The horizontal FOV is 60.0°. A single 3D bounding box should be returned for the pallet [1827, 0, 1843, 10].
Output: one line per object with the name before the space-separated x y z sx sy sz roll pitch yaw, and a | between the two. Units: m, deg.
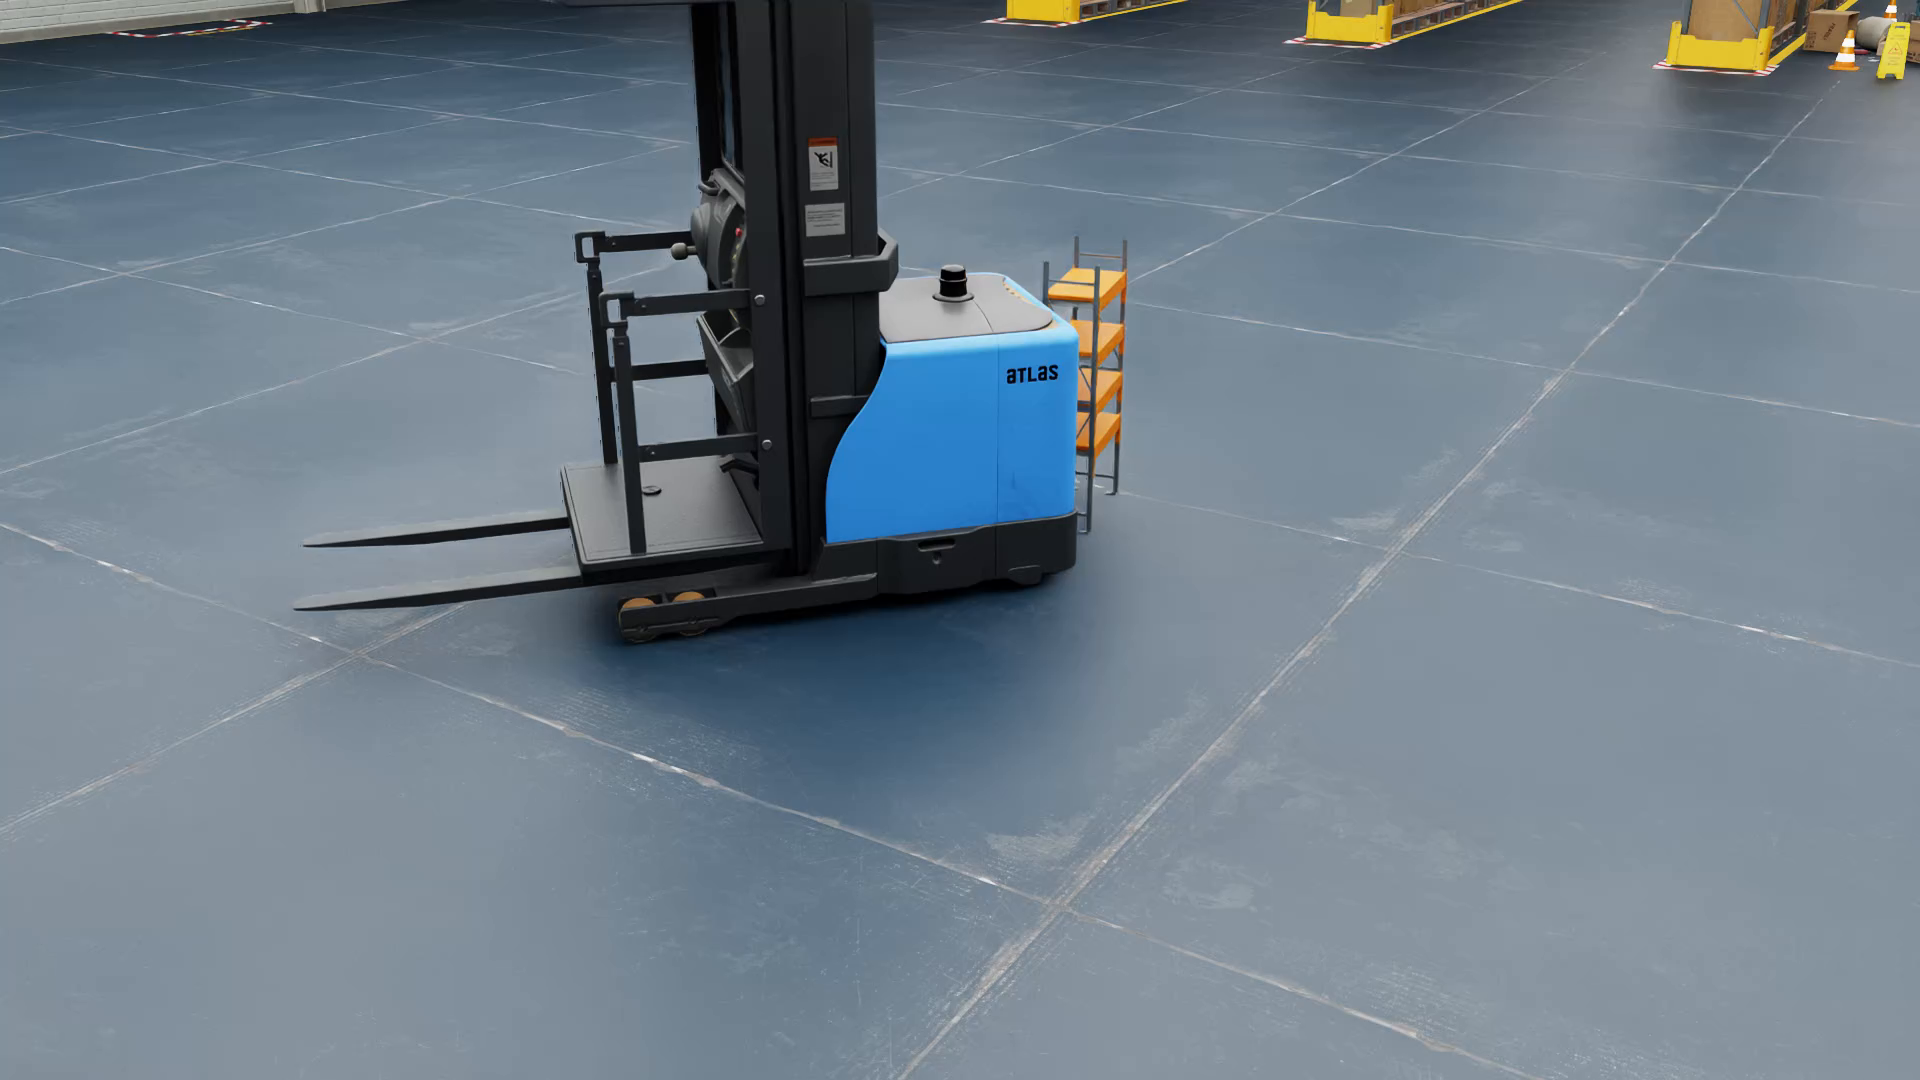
pallet | 14.307 -9.131 28.077 1.003 0.211 1.213 14 27 29

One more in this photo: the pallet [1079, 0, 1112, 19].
pallet | 1.739 -8.588 26.822 1.003 0.211 1.213 14 27 29

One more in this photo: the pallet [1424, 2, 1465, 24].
pallet | 7.299 -8.357 26.289 1.003 0.211 1.213 14 27 29

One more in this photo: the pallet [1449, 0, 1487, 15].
pallet | 8.033 -8.854 27.437 1.003 0.211 1.213 14 27 29

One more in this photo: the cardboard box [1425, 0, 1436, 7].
cardboard box | 7.082 -8.595 25.946 0.500 0.500 0.500 -18 29 -36

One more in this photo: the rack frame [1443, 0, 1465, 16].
rack frame | 7.623 -9.871 26.276 1.000 3.000 0.127 14 27 29

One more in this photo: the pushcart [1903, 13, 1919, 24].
pushcart | 14.079 -7.052 23.064 1.648 0.377 0.936 5 24 11

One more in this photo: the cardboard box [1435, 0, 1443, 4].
cardboard box | 7.378 -8.790 26.396 0.500 0.500 0.500 13 27 27

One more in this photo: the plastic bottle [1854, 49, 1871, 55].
plastic bottle | 12.043 -6.543 22.287 0.283 0.061 0.133 5 24 11

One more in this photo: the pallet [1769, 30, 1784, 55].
pallet | 10.673 -6.864 22.840 1.003 0.211 1.213 14 27 29

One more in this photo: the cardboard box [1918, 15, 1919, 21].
cardboard box | 13.194 -6.801 22.157 0.797 0.637 0.503 14 27 29

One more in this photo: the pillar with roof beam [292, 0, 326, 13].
pillar with roof beam | -6.985 -11.878 23.361 9.100 9.000 0.400 14 27 29

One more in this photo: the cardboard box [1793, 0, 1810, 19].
cardboard box | 12.035 -8.186 24.687 1.050 0.750 0.750 14 27 29

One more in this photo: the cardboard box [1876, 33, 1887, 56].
cardboard box | 12.442 -6.577 22.107 0.396 0.266 0.258 20 30 38

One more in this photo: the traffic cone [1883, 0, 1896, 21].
traffic cone | 13.774 -7.769 24.614 0.336 0.463 0.334 14 27 29

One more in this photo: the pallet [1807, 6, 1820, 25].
pallet | 12.769 -8.207 25.943 1.003 0.211 1.213 14 27 29

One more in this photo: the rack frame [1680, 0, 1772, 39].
rack frame | 9.674 -7.447 20.677 1.000 3.000 0.127 14 27 29

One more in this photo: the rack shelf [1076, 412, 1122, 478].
rack shelf | 0.541 -0.442 7.431 0.258 0.148 0.480 8 25 17

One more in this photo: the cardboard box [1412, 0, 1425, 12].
cardboard box | 6.822 -8.369 25.424 0.500 0.500 0.500 11 26 24

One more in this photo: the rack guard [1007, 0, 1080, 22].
rack guard | 1.305 -8.447 26.133 1.175 0.500 0.348 14 27 29

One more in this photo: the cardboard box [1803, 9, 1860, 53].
cardboard box | 11.837 -6.912 22.585 0.500 0.500 0.500 20 30 38

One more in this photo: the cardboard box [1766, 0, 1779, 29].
cardboard box | 10.438 -7.205 22.264 0.875 0.875 0.875 13 27 28

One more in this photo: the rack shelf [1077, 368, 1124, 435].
rack shelf | 0.541 -0.625 7.352 0.258 0.148 0.480 8 25 17

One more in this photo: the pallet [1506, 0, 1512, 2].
pallet | 9.320 -9.678 29.340 1.003 0.211 1.213 14 27 29

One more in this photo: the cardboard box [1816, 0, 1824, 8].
cardboard box | 13.038 -8.825 26.163 1.050 0.750 0.750 14 27 30

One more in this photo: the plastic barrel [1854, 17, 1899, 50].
plastic barrel | 12.488 -6.911 22.681 0.421 0.421 0.512 -7 24 -17

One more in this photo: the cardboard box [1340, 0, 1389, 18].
cardboard box | 5.857 -7.774 24.049 0.500 0.500 0.500 20 30 38

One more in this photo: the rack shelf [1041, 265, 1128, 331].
rack shelf | 0.541 -1.047 7.169 0.258 0.148 0.480 8 25 17

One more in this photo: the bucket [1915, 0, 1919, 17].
bucket | 13.671 -7.464 22.922 0.620 0.611 0.726 -6 22 -39

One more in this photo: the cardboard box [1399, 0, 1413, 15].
cardboard box | 6.489 -8.190 25.011 0.500 0.500 0.500 17 29 34

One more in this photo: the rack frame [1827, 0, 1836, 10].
rack frame | 13.894 -10.147 26.914 1.000 3.000 0.127 14 27 29

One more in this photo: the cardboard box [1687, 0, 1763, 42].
cardboard box | 9.975 -6.908 21.577 0.875 0.875 0.875 14 27 29

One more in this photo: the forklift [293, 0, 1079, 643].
forklift | -1.096 -1.188 6.306 3.031 2.935 1.130 -7 24 -15

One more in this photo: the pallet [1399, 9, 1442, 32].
pallet | 6.656 -7.944 25.334 1.003 0.211 1.213 14 27 29

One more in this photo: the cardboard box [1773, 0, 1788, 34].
cardboard box | 10.920 -7.512 22.973 0.875 0.875 0.875 14 27 29

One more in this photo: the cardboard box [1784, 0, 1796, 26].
cardboard box | 11.392 -7.817 23.678 0.875 0.875 0.875 14 27 30

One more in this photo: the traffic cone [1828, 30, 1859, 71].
traffic cone | 11.160 -6.165 20.908 0.336 0.463 0.334 14 27 29

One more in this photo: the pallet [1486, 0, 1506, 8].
pallet | 8.675 -9.268 28.392 1.003 0.211 1.213 14 27 29

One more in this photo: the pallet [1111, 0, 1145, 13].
pallet | 2.383 -8.998 27.769 1.003 0.211 1.213 14 27 29

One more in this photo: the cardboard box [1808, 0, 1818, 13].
cardboard box | 12.547 -8.511 25.437 1.050 0.750 0.750 14 27 29

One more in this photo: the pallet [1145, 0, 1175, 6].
pallet | 3.026 -9.411 28.724 1.003 0.211 1.213 14 27 29

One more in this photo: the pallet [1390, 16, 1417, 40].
pallet | 6.012 -7.534 24.387 1.003 0.211 1.213 14 27 29

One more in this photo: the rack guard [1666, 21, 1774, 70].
rack guard | 9.661 -6.292 21.155 1.175 0.500 0.348 14 27 29

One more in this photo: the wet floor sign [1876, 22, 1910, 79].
wet floor sign | 11.341 -5.942 20.164 0.267 0.644 0.232 9 25 20

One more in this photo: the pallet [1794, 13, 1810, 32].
pallet | 12.127 -7.794 24.988 1.003 0.211 1.213 14 27 29

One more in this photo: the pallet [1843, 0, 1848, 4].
pallet | 14.951 -9.541 29.024 1.003 0.211 1.213 14 27 29

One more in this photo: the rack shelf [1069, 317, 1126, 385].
rack shelf | 0.541 -0.830 7.263 0.258 0.148 0.480 8 25 17

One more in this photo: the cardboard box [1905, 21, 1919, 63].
cardboard box | 12.708 -6.422 21.451 0.797 0.503 0.637 -3 24 -7

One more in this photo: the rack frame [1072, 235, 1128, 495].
rack frame | 0.620 -0.778 7.537 0.240 1.200 0.015 8 25 17

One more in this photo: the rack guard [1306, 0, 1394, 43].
rack guard | 5.553 -7.399 23.713 1.175 0.500 0.348 14 27 29

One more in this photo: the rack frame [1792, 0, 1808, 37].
rack frame | 11.784 -8.797 23.796 1.000 3.000 0.127 14 27 29

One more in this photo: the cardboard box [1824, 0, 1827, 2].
cardboard box | 13.496 -9.121 26.847 1.050 0.750 0.750 13 27 28

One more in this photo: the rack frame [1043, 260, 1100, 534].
rack frame | 0.462 -0.595 7.113 0.240 1.200 0.015 8 25 17

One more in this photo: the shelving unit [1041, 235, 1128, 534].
shelving unit | 0.541 -0.686 7.325 0.258 1.200 0.503 8 25 17

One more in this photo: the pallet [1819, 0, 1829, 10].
pallet | 13.414 -8.617 26.890 1.003 0.211 1.213 14 27 29

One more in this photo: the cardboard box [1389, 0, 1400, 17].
cardboard box | 6.143 -7.983 24.532 0.500 0.500 0.500 -20 31 -39

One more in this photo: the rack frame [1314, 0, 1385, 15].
rack frame | 5.513 -8.521 23.157 1.000 3.000 0.127 14 27 29

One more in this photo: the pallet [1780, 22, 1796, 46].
pallet | 11.316 -7.277 23.795 1.003 0.211 1.213 14 27 29
